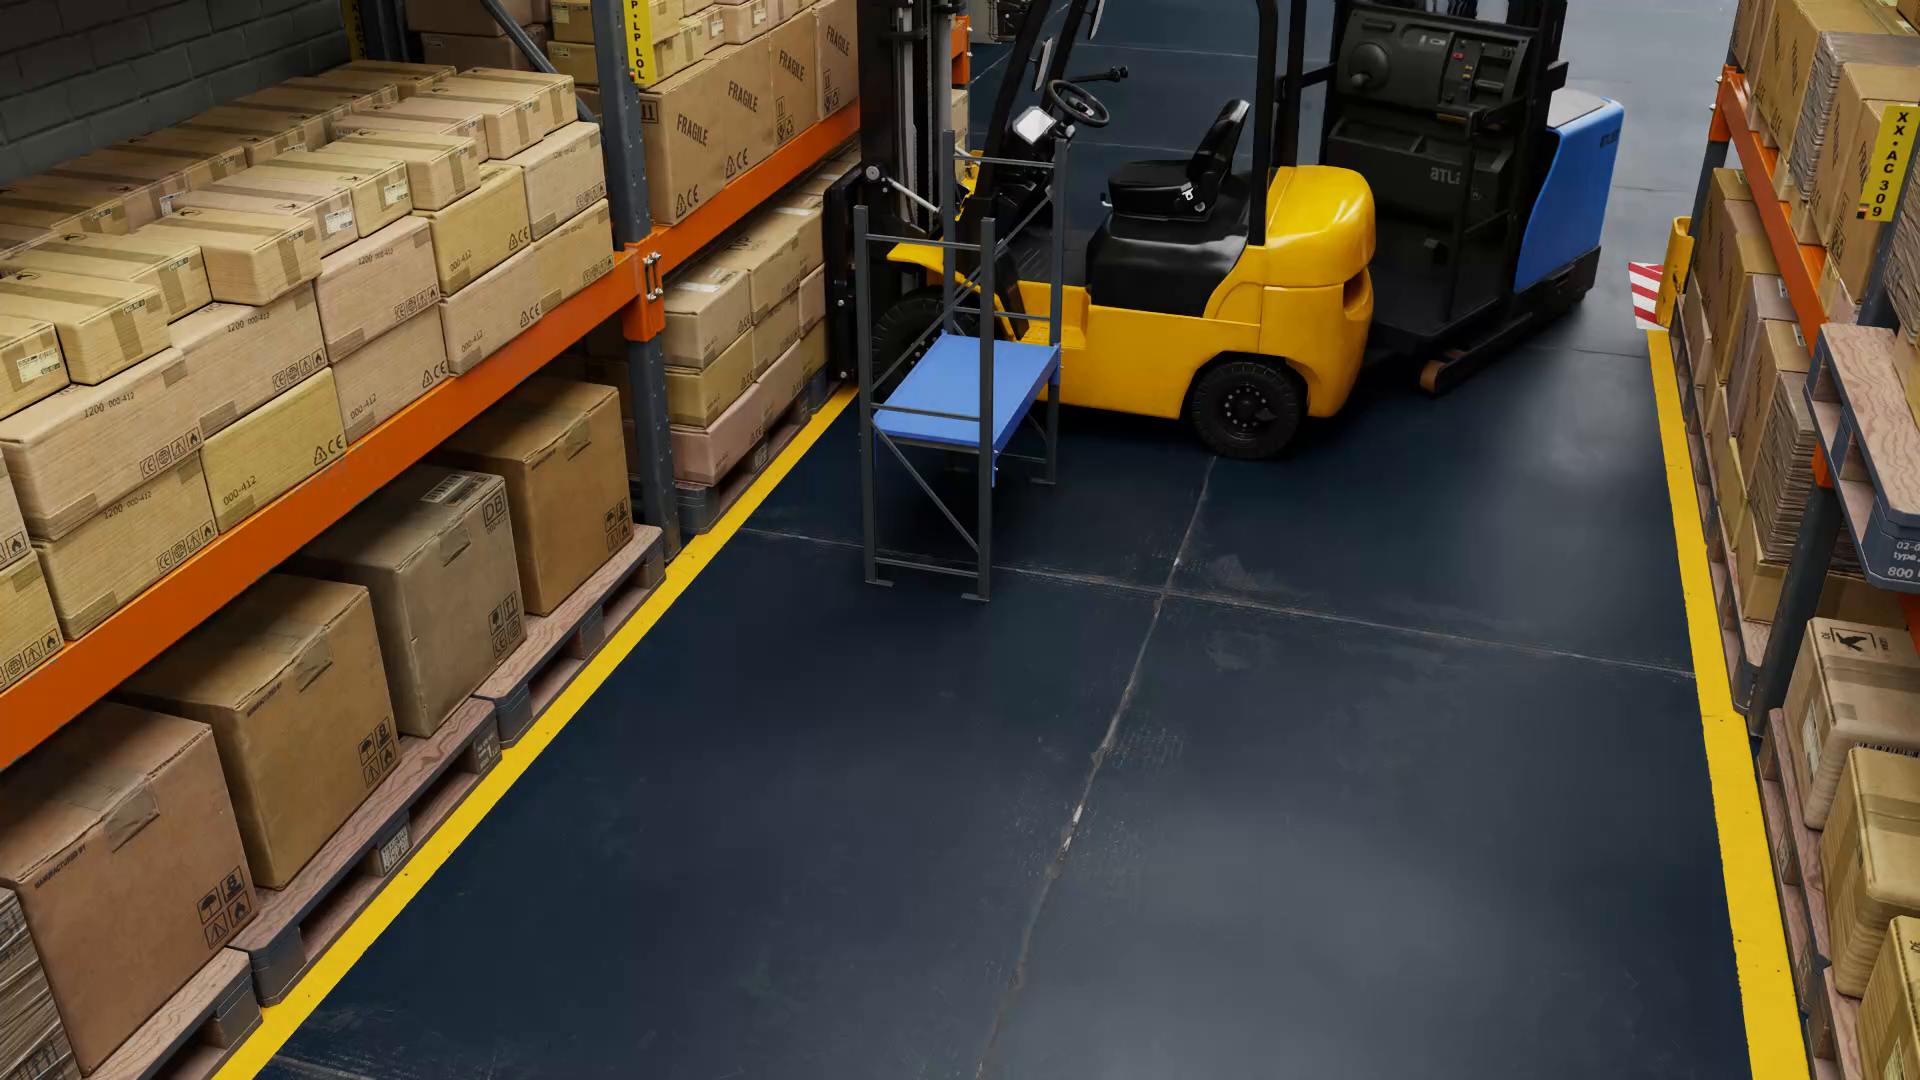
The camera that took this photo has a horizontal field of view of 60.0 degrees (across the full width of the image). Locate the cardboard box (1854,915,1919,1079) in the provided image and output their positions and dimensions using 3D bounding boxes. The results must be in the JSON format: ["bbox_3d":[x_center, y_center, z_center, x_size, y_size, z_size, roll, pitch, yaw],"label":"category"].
[{"bbox_3d":[2.573,1.262,3.667,0.950,0.372,0.625,10,30,17],"label":"cardboard box"}]

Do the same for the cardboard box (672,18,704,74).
[{"bbox_3d":[-1.192,-1.870,6.255,0.380,0.149,0.250,9,30,16],"label":"cardboard box"}]

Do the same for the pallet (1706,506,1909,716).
[{"bbox_3d":[3.298,0.297,6.000,1.003,0.211,1.213,8,30,15],"label":"pallet"}]

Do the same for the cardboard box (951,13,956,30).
[{"bbox_3d":[-0.330,-2.948,8.860,0.500,0.500,0.500,8,30,14],"label":"cardboard box"}]

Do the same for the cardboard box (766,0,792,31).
[{"bbox_3d":[-0.920,-2.220,6.886,0.380,0.149,0.250,8,30,14],"label":"cardboard box"}]

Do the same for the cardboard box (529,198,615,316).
[{"bbox_3d":[-1.509,-0.974,5.570,0.500,0.250,0.500,9,30,16],"label":"cardboard box"}]

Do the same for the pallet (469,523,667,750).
[{"bbox_3d":[-1.790,0.255,6.074,1.003,0.211,1.213,8,30,15],"label":"pallet"}]

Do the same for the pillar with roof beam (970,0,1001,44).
[{"bbox_3d":[4.373,-7.771,11.462,9.100,9.000,0.400,8,30,15],"label":"pillar with roof beam"}]

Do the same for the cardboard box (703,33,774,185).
[{"bbox_3d":[-1.094,-1.768,6.740,0.500,0.500,0.500,9,30,16],"label":"cardboard box"}]

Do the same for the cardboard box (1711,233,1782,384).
[{"bbox_3d":[3.497,-0.951,6.999,0.500,0.500,0.500,9,30,16],"label":"cardboard box"}]

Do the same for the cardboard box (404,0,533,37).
[{"bbox_3d":[-1.806,-1.960,6.111,0.380,0.149,0.250,9,30,15],"label":"cardboard box"}]

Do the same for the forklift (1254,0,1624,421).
[{"bbox_3d":[2.106,-2.258,7.794,1.130,2.935,3.031,24,37,36],"label":"forklift"}]

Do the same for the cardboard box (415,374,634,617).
[{"bbox_3d":[-1.754,-0.213,6.058,0.875,0.625,0.625,10,31,17],"label":"cardboard box"}]

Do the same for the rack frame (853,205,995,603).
[{"bbox_3d":[-0.124,-0.459,6.032,0.500,1.500,0.032,8,30,15],"label":"rack frame"}]

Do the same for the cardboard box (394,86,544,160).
[{"bbox_3d":[-1.558,-1.325,5.277,0.380,0.149,0.250,8,30,14],"label":"cardboard box"}]

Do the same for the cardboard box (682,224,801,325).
[{"bbox_3d":[-1.009,-1.146,7.093,0.500,0.250,0.500,9,30,15],"label":"cardboard box"}]

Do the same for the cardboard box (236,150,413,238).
[{"bbox_3d":[-1.767,-0.965,4.630,0.380,0.149,0.250,8,30,14],"label":"cardboard box"}]

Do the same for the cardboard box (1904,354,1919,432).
[{"bbox_3d":[2.589,-0.352,4.123,0.380,0.149,0.250,9,30,16],"label":"cardboard box"}]

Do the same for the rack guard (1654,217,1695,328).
[{"bbox_3d":[4.287,-1.336,8.637,1.175,0.500,0.348,8,30,15],"label":"rack guard"}]

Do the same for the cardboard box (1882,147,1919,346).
[{"bbox_3d":[2.723,-0.785,4.235,0.500,0.500,0.500,9,30,16],"label":"cardboard box"}]

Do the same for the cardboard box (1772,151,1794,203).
[{"bbox_3d":[3.378,-1.400,6.439,0.380,0.149,0.250,9,30,15],"label":"cardboard box"}]

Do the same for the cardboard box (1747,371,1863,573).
[{"bbox_3d":[3.052,-0.228,5.699,0.500,0.500,0.500,8,30,14],"label":"cardboard box"}]

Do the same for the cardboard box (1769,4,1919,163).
[{"bbox_3d":[3.466,-1.741,6.385,0.500,0.500,0.500,8,30,14],"label":"cardboard box"}]

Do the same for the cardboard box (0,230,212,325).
[{"bbox_3d":[-2.057,-0.622,4.012,0.380,0.149,0.250,8,30,15],"label":"cardboard box"}]

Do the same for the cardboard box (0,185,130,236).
[{"bbox_3d":[-2.411,-0.804,4.339,0.380,0.149,0.250,9,30,15],"label":"cardboard box"}]

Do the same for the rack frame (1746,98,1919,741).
[{"bbox_3d":[3.135,-0.605,4.751,1.000,3.000,0.127,8,30,15],"label":"rack frame"}]

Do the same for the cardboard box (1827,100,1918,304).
[{"bbox_3d":[3.028,-1.020,5.090,0.500,0.500,0.500,8,30,14],"label":"cardboard box"}]

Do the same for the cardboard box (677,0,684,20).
[{"bbox_3d":[-1.260,-2.011,6.204,0.380,0.149,0.250,9,30,16],"label":"cardboard box"}]

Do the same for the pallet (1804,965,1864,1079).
[{"bbox_3d":[2.552,1.545,3.756,1.003,0.211,1.213,8,30,15],"label":"pallet"}]

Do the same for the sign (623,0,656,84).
[{"bbox_3d":[-1.090,-1.710,5.628,0.100,0.325,0.005,8,30,15],"label":"sign"}]

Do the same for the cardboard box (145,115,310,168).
[{"bbox_3d":[-2.178,-1.151,4.963,0.380,0.149,0.250,8,30,14],"label":"cardboard box"}]

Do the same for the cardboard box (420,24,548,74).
[{"bbox_3d":[-1.762,-1.825,6.174,0.380,0.149,0.250,8,30,15],"label":"cardboard box"}]

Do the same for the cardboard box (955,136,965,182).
[{"bbox_3d":[-0.281,-2.100,9.321,0.500,0.250,0.500,8,30,14],"label":"cardboard box"}]

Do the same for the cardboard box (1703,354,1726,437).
[{"bbox_3d":[3.503,-0.619,7.173,0.500,0.250,0.500,11,31,18],"label":"cardboard box"}]

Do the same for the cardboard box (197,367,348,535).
[{"bbox_3d":[-1.971,-0.272,4.308,0.500,0.250,0.500,9,30,16],"label":"cardboard box"}]

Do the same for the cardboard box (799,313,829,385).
[{"bbox_3d":[-0.882,-0.950,7.769,0.500,0.250,0.500,9,30,16],"label":"cardboard box"}]

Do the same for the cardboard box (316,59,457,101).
[{"bbox_3d":[-1.919,-1.506,5.601,0.380,0.149,0.250,8,30,14],"label":"cardboard box"}]

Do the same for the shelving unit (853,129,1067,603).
[{"bbox_3d":[0.025,-0.695,6.457,0.538,1.500,1.048,8,30,15],"label":"shelving unit"}]

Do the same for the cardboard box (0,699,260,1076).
[{"bbox_3d":[-2.405,0.809,4.221,0.875,0.625,0.625,9,30,17],"label":"cardboard box"}]

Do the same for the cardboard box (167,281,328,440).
[{"bbox_3d":[-1.977,-0.491,4.187,0.500,0.250,0.500,9,30,16],"label":"cardboard box"}]

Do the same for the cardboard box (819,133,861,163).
[{"bbox_3d":[-0.557,-1.856,8.370,0.500,0.250,0.500,9,30,16],"label":"cardboard box"}]

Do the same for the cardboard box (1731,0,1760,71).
[{"bbox_3d":[3.905,-2.457,7.672,0.500,0.500,0.500,8,30,14],"label":"cardboard box"}]

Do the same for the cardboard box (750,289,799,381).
[{"bbox_3d":[-1.028,-0.927,7.213,0.500,0.250,0.500,8,30,15],"label":"cardboard box"}]

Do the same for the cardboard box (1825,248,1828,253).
[{"bbox_3d":[3.242,-1.028,5.772,0.380,0.149,0.250,8,30,14],"label":"cardboard box"}]

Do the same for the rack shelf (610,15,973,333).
[{"bbox_3d":[-1.024,-1.926,7.867,1.077,0.370,4.000,8,30,15],"label":"rack shelf"}]

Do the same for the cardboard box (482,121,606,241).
[{"bbox_3d":[-1.511,-1.200,5.461,0.500,0.250,0.500,8,30,14],"label":"cardboard box"}]

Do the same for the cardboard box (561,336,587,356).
[{"bbox_3d":[-1.652,-0.986,6.806,0.500,0.250,0.500,9,30,16],"label":"cardboard box"}]

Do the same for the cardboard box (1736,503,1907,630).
[{"bbox_3d":[3.052,0.100,5.881,0.500,0.250,0.500,10,31,17],"label":"cardboard box"}]
